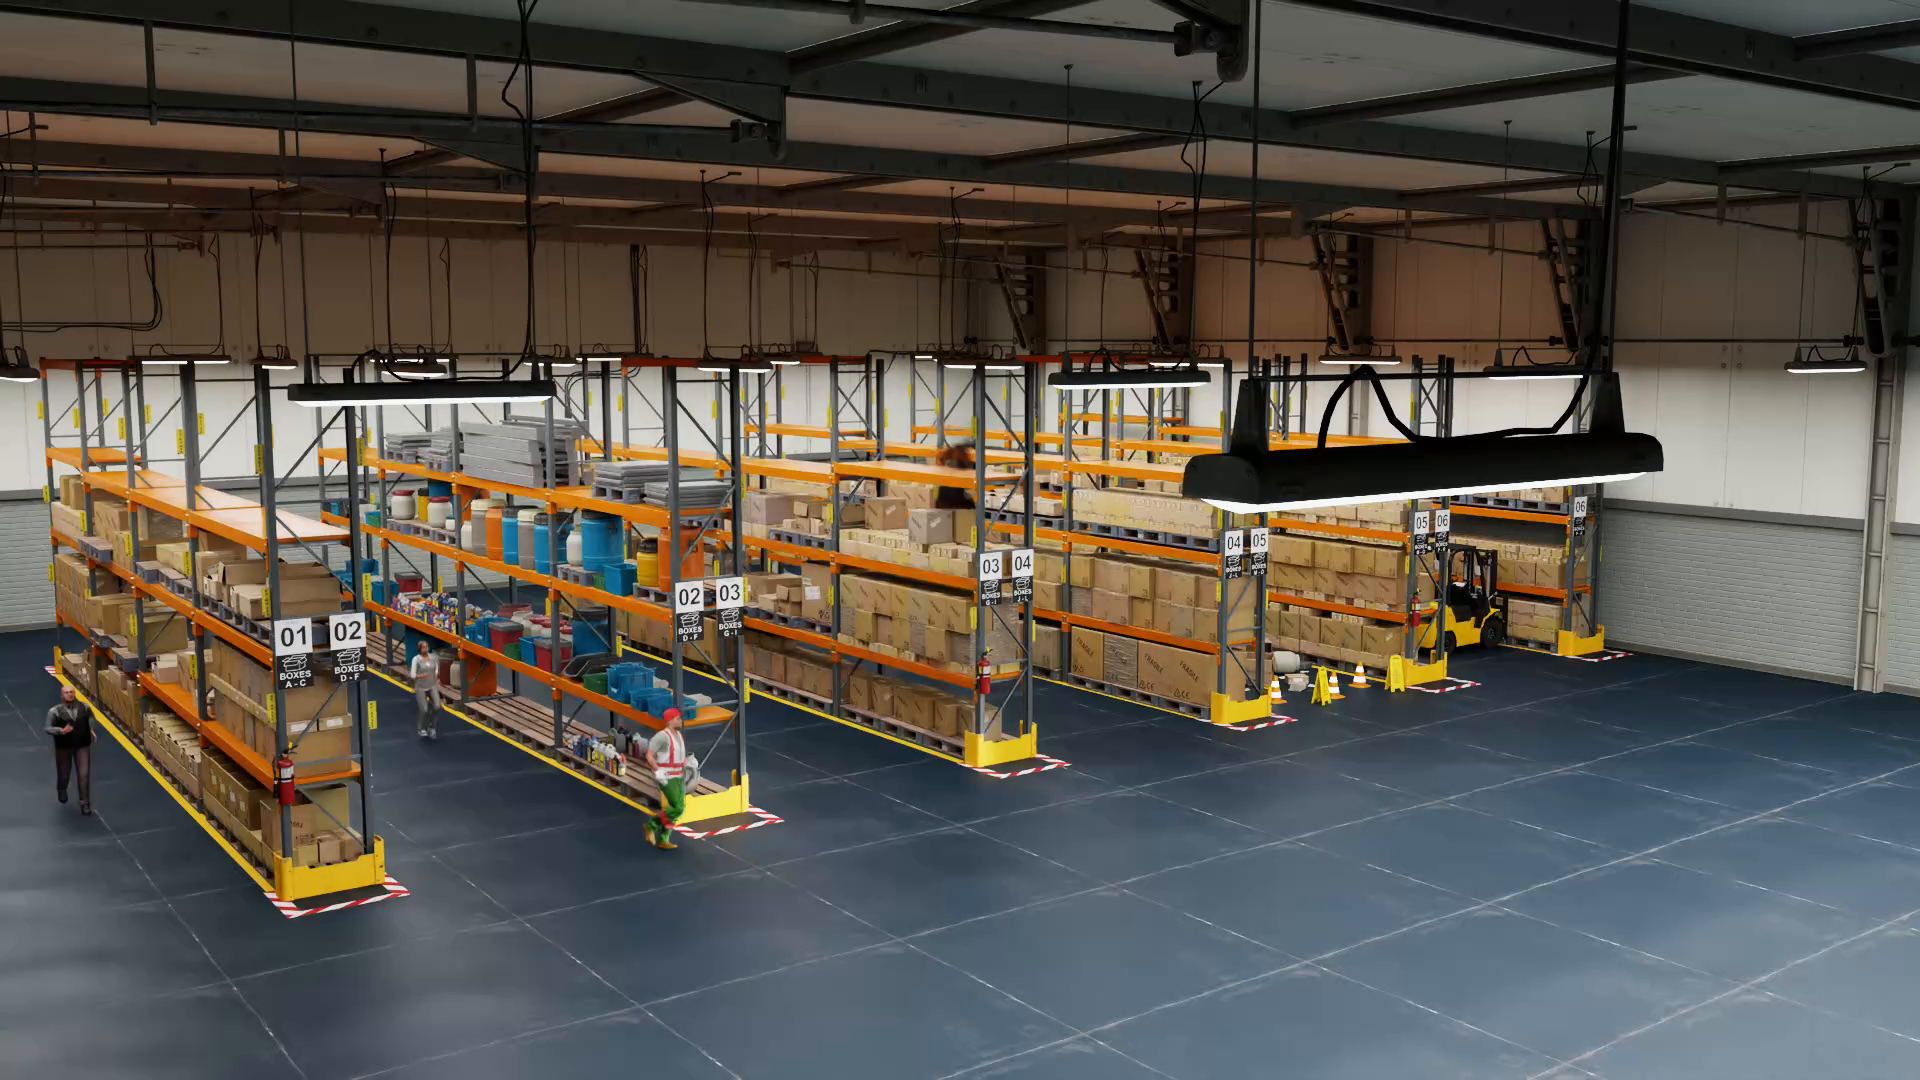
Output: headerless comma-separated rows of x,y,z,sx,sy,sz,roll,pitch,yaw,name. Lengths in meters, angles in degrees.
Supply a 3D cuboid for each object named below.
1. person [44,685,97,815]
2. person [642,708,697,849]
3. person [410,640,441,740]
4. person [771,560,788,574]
-11.910,2.788,22.320,0.661,1.700,0.963,-5,9,-38,person
-3.616,2.978,20.852,0.577,1.733,0.717,2,7,16,person
-8.439,2.385,26.350,0.515,1.604,0.625,-5,9,-38,person
-4.604,0.432,42.218,0.580,1.649,0.856,7,10,45,person
